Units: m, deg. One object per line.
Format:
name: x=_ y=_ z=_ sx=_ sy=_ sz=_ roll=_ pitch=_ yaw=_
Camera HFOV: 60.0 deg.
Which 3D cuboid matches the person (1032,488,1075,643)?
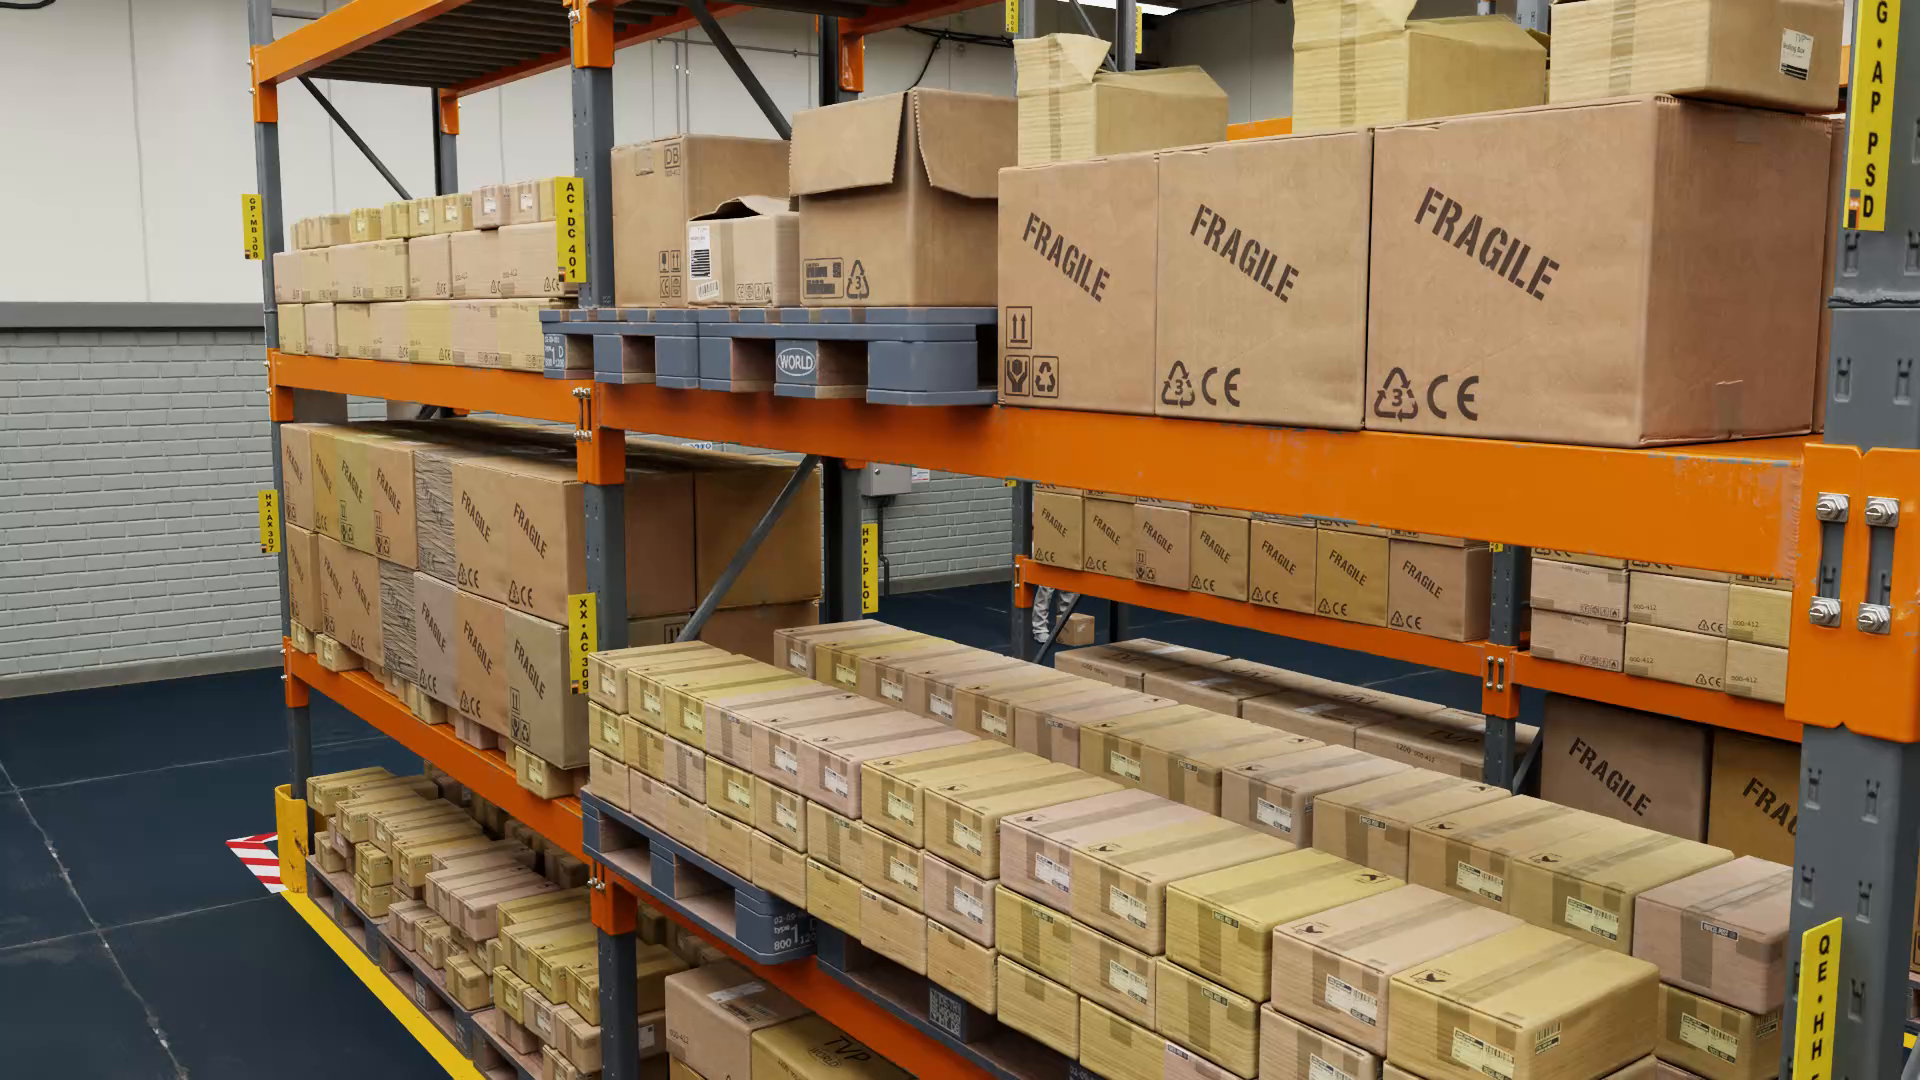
person: x=0.907 y=0.049 z=15.400 sx=0.614 sy=1.773 sz=0.450 roll=-6 pitch=10 yaw=-36
